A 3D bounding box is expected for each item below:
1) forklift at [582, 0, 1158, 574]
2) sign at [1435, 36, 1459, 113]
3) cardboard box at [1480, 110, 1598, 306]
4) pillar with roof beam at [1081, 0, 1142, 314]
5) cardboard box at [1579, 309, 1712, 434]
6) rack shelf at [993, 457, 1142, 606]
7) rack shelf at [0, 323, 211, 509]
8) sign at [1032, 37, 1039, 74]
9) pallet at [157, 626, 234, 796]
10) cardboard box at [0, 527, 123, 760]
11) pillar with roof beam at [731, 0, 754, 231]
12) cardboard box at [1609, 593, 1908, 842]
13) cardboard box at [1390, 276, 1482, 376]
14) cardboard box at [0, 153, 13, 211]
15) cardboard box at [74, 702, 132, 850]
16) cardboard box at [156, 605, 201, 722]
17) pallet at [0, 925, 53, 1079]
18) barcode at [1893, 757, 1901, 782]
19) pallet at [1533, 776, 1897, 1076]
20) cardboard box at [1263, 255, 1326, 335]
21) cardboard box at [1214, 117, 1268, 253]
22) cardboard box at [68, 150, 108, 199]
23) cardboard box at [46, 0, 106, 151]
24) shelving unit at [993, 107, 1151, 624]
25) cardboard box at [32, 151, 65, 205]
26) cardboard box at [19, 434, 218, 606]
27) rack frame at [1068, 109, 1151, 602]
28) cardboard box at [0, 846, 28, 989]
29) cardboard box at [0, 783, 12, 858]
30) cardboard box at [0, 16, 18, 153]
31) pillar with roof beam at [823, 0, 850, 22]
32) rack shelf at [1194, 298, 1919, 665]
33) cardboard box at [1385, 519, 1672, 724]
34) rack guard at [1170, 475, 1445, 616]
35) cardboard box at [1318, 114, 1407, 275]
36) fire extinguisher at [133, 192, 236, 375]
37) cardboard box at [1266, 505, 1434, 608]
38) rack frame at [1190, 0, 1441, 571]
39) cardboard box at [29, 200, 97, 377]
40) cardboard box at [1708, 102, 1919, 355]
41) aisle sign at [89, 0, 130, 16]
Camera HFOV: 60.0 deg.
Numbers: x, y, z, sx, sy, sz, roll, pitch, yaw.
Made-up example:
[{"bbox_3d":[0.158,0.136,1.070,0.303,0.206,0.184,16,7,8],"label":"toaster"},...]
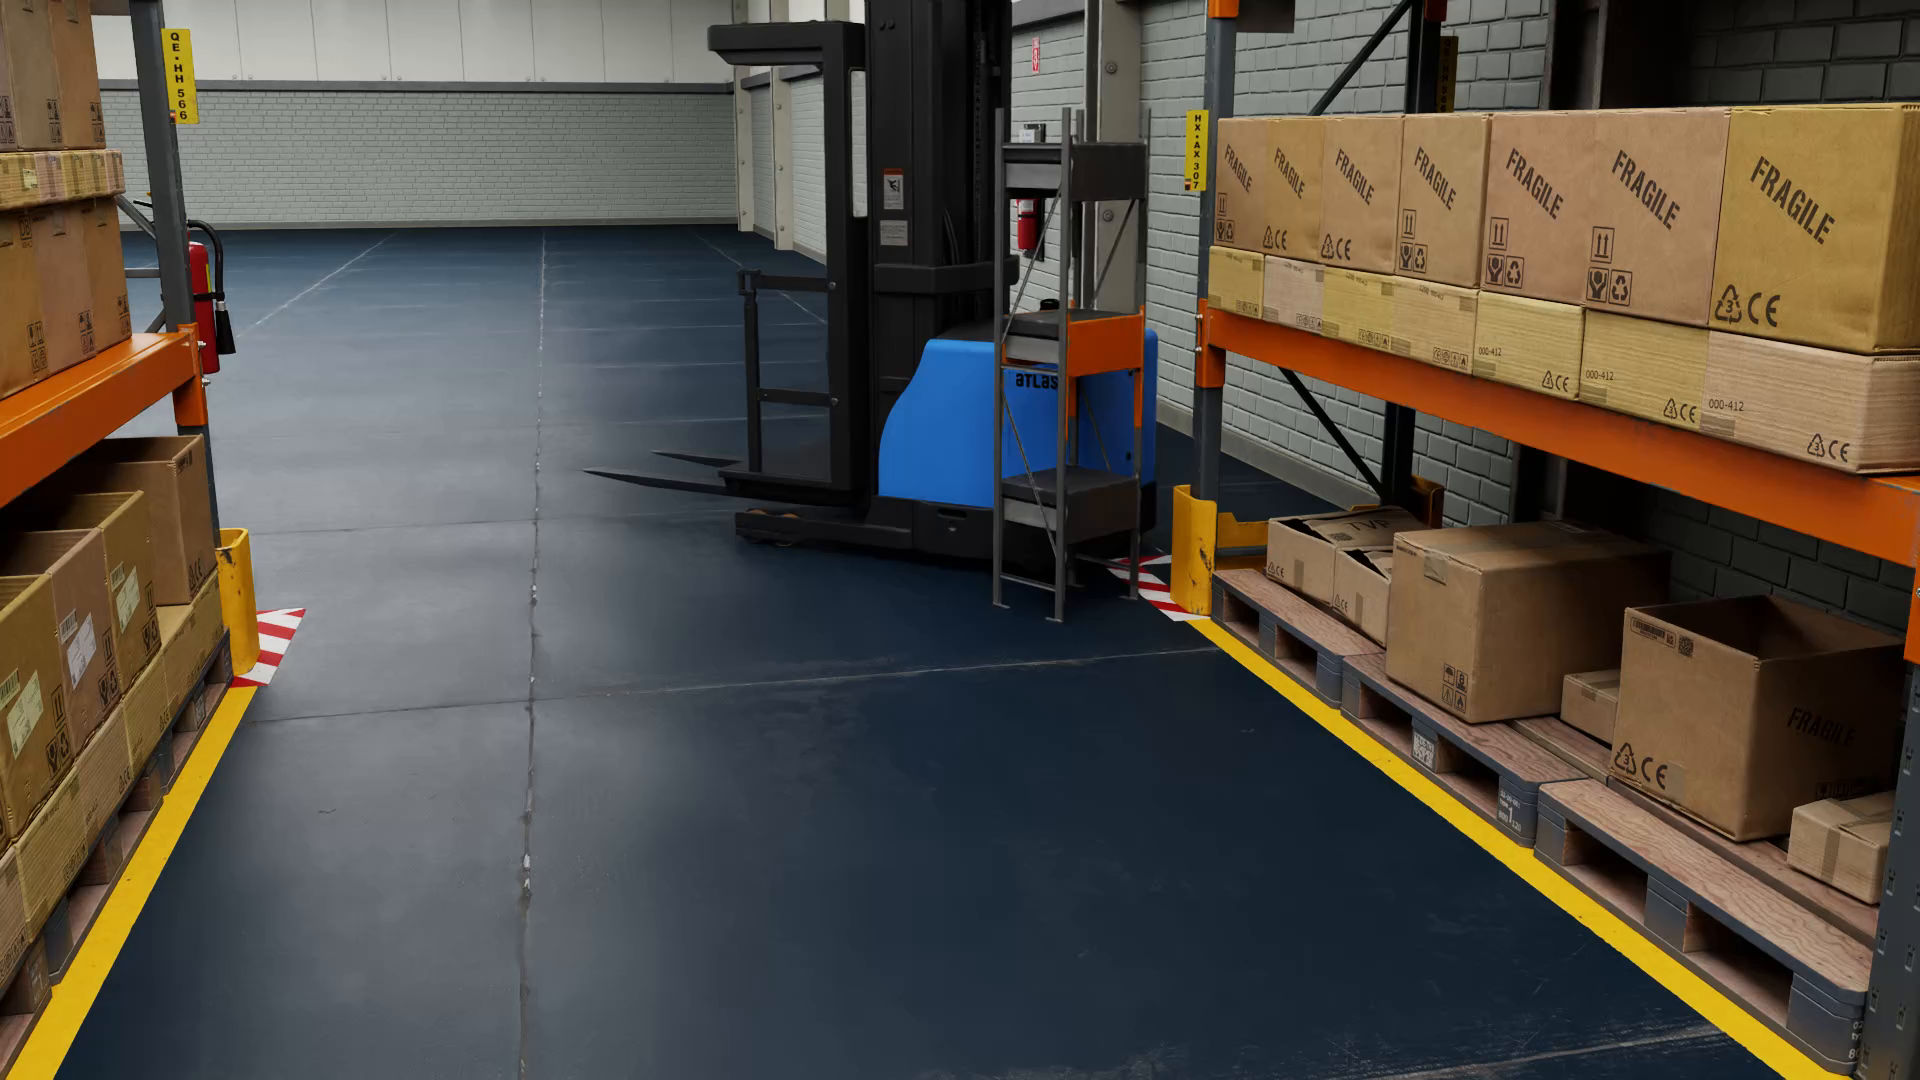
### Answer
[{"bbox_3d":[-0.559,-1.492,8.360,3.031,2.935,1.130,7,15,26],"label":"forklift"},{"bbox_3d":[2.052,-1.962,7.034,0.100,0.325,0.005,-3,14,-13],"label":"sign"},{"bbox_3d":[1.805,-0.922,4.574,0.500,0.500,0.500,-4,14,-15],"label":"cardboard box"},{"bbox_3d":[-3.080,-5.165,10.609,9.100,9.000,0.400,-3,14,-13],"label":"pillar with roof beam"},{"bbox_3d":[1.933,-0.442,4.190,0.500,0.250,0.500,-3,14,-13],"label":"cardboard box"},{"bbox_3d":[0.464,-0.048,7.204,0.480,0.518,0.431,-13,19,-43],"label":"rack shelf"},{"bbox_3d":[-2.836,-0.132,4.164,1.077,0.370,4.000,-3,14,-13],"label":"rack shelf"},{"bbox_3d":[0.656,-4.197,14.400,0.001,0.298,0.199,-3,14,-13],"label":"sign"},{"bbox_3d":[-3.086,0.585,5.586,1.003,0.211,1.213,-3,14,-13],"label":"pallet"},{"bbox_3d":[-2.526,0.277,4.303,0.500,0.500,0.500,-3,14,-13],"label":"cardboard box"},{"bbox_3d":[-8.717,-10.702,33.271,9.100,9.000,0.400,-3,14,-13],"label":"pillar with roof beam"},{"bbox_3d":[2.165,0.466,4.539,0.500,0.500,0.500,-4,14,-17],"label":"cardboard box"},{"bbox_3d":[1.680,-0.673,5.136,0.500,0.250,0.500,-3,14,-13],"label":"cardboard box"},{"bbox_3d":[-2.726,-0.931,4.339,0.380,0.149,0.250,-3,14,-12],"label":"cardboard box"},{"bbox_3d":[-2.529,0.641,4.391,0.500,0.250,0.500,-3,14,-13],"label":"cardboard box"},{"bbox_3d":[-2.764,0.410,5.335,0.500,0.250,0.500,-3,14,-13],"label":"cardboard box"},{"bbox_3d":[-2.513,1.148,3.282,1.003,0.211,1.213,-3,14,-13],"label":"pallet"},{"bbox_3d":[2.540,0.626,4.473,0.001,0.075,0.075,-3,14,-13],"label":"barcode"},{"bbox_3d":[2.255,0.904,4.281,1.003,0.211,1.213,-3,14,-13],"label":"pallet"},{"bbox_3d":[1.450,-0.908,6.096,0.500,0.250,0.500,-4,14,-15],"label":"cardboard box"},{"bbox_3d":[1.328,-1.394,6.508,0.500,0.500,0.500,-3,14,-13],"label":"cardboard box"},{"bbox_3d":[-2.968,-1.169,5.314,0.380,0.149,0.250,-3,14,-12],"label":"cardboard box"},{"bbox_3d":[-3.196,-1.501,5.308,0.700,0.500,0.500,-3,14,-13],"label":"cardboard box"},{"bbox_3d":[0.464,-0.741,7.035,0.503,2.100,0.431,-13,19,-43],"label":"shelving unit"},{"bbox_3d":[-2.851,-1.052,4.835,0.380,0.149,0.250,-3,14,-12],"label":"cardboard box"},{"bbox_3d":[-2.891,-0.069,5.716,0.500,0.500,0.500,-3,14,-13],"label":"cardboard box"},{"bbox_3d":[0.639,-0.781,7.200,0.015,2.100,0.400,-13,19,-43],"label":"rack frame"},{"bbox_3d":[-2.293,0.872,3.447,0.500,0.250,0.500,-3,14,-13],"label":"cardboard box"},{"bbox_3d":[-2.296,0.508,3.357,0.500,0.500,0.500,-3,14,-13],"label":"cardboard box"},{"bbox_3d":[-2.949,-1.264,4.337,0.700,0.500,0.500,-3,14,-13],"label":"cardboard box"},{"bbox_3d":[-5.899,-7.934,21.940,9.100,9.000,0.400,-3,14,-13],"label":"pillar with roof beam"},{"bbox_3d":[1.978,-0.409,5.298,1.077,0.370,4.000,-3,14,-13],"label":"rack shelf"},{"bbox_3d":[1.841,0.249,5.429,0.700,0.500,0.500,-4,14,-17],"label":"cardboard box"},{"bbox_3d":[1.526,0.012,7.326,1.175,0.500,0.348,-3,14,-13],"label":"rack guard"},{"bbox_3d":[1.550,-1.160,5.550,0.500,0.500,0.500,-4,14,-15],"label":"cardboard box"},{"bbox_3d":[-2.882,-0.959,6.194,0.296,0.674,0.183,-3,14,-13],"label":"fire extinguisher"},{"bbox_3d":[1.583,0.037,6.694,0.500,0.311,0.500,-5,15,-20],"label":"cardboard box"},{"bbox_3d":[1.508,-1.220,7.101,1.000,3.000,0.127,-3,14,-13],"label":"rack frame"},{"bbox_3d":[-3.081,-0.762,5.017,0.700,0.500,0.500,-3,14,-12],"label":"cardboard box"},{"bbox_3d":[2.036,-0.690,3.626,0.500,0.500,0.500,-3,14,-13],"label":"cardboard box"},{"bbox_3d":[-3.036,-2.238,5.788,0.394,0.787,0.004,-3,14,-13],"label":"aisle sign"}]
